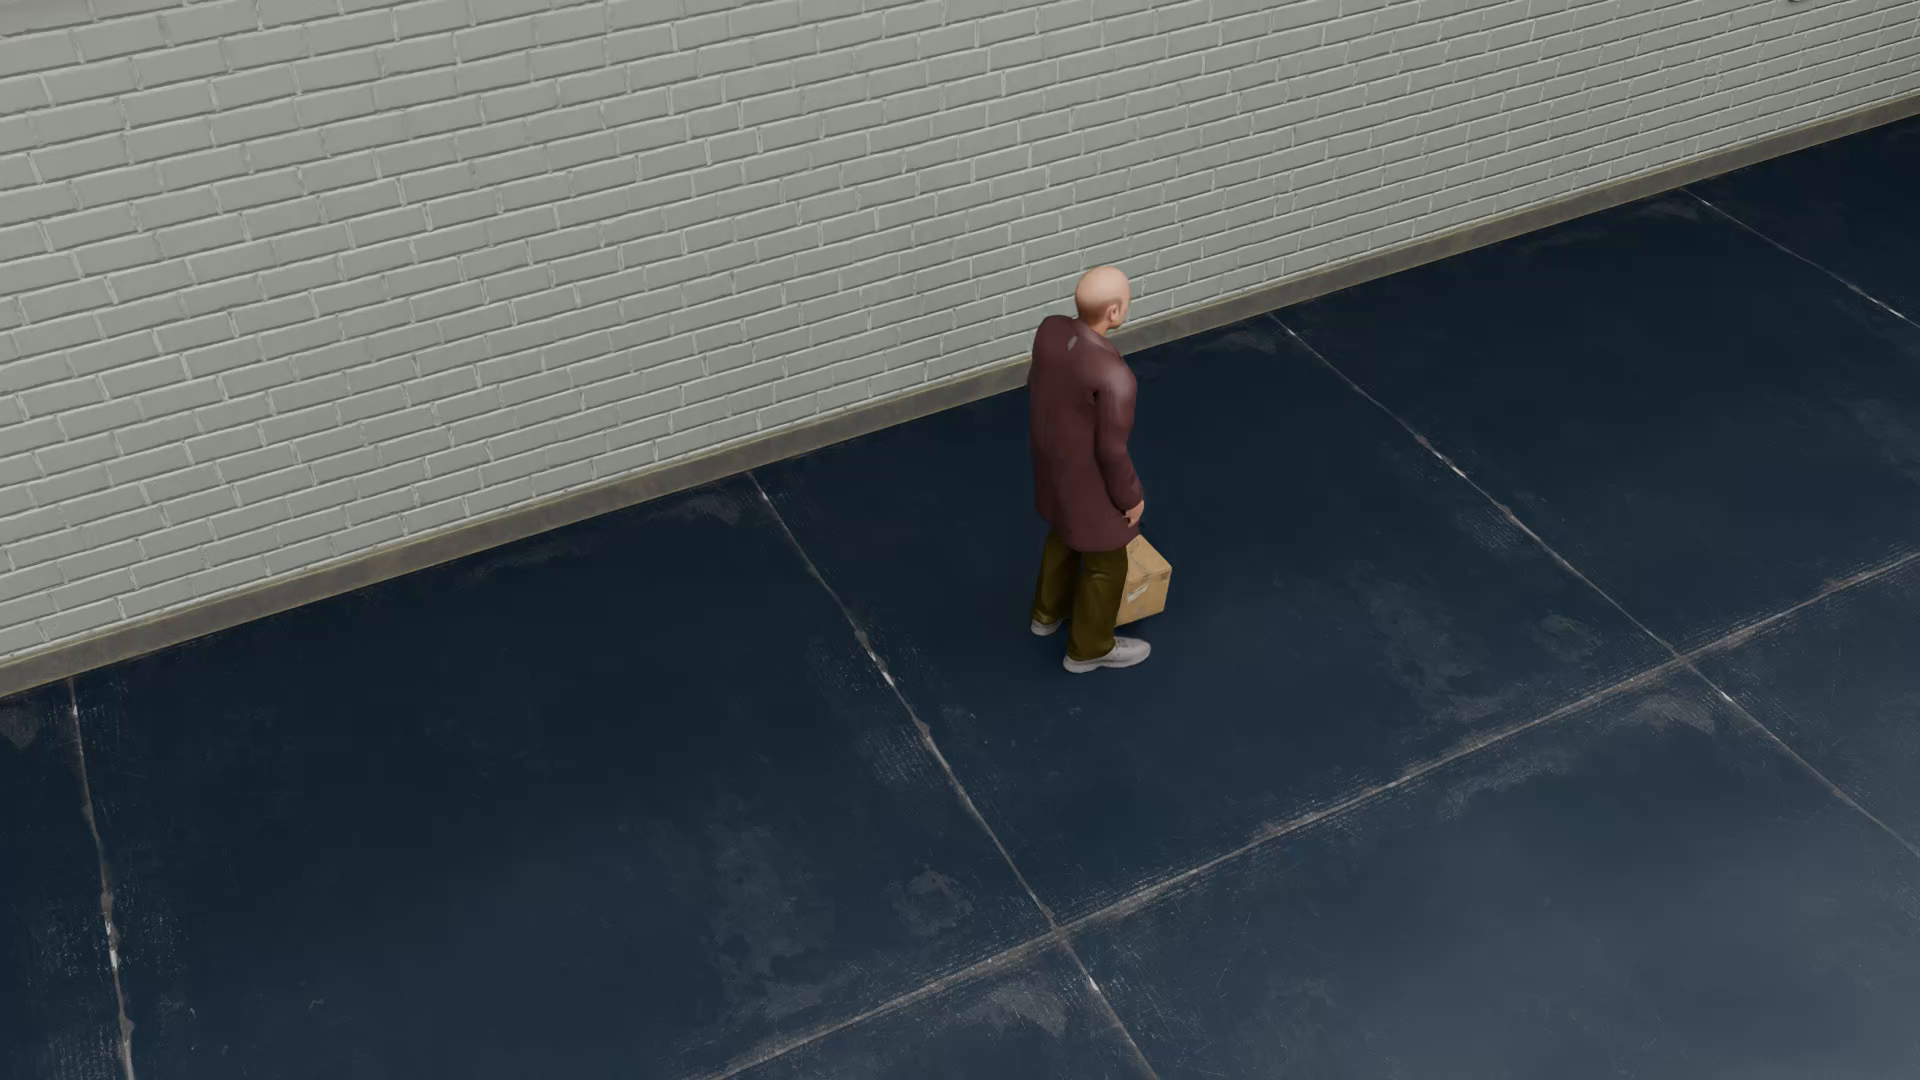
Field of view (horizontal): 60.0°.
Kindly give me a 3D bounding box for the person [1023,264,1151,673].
[{"bbox_3d":[0.487,-0.273,6.489,0.429,1.772,0.644,-21,45,-23],"label":"person"}]
